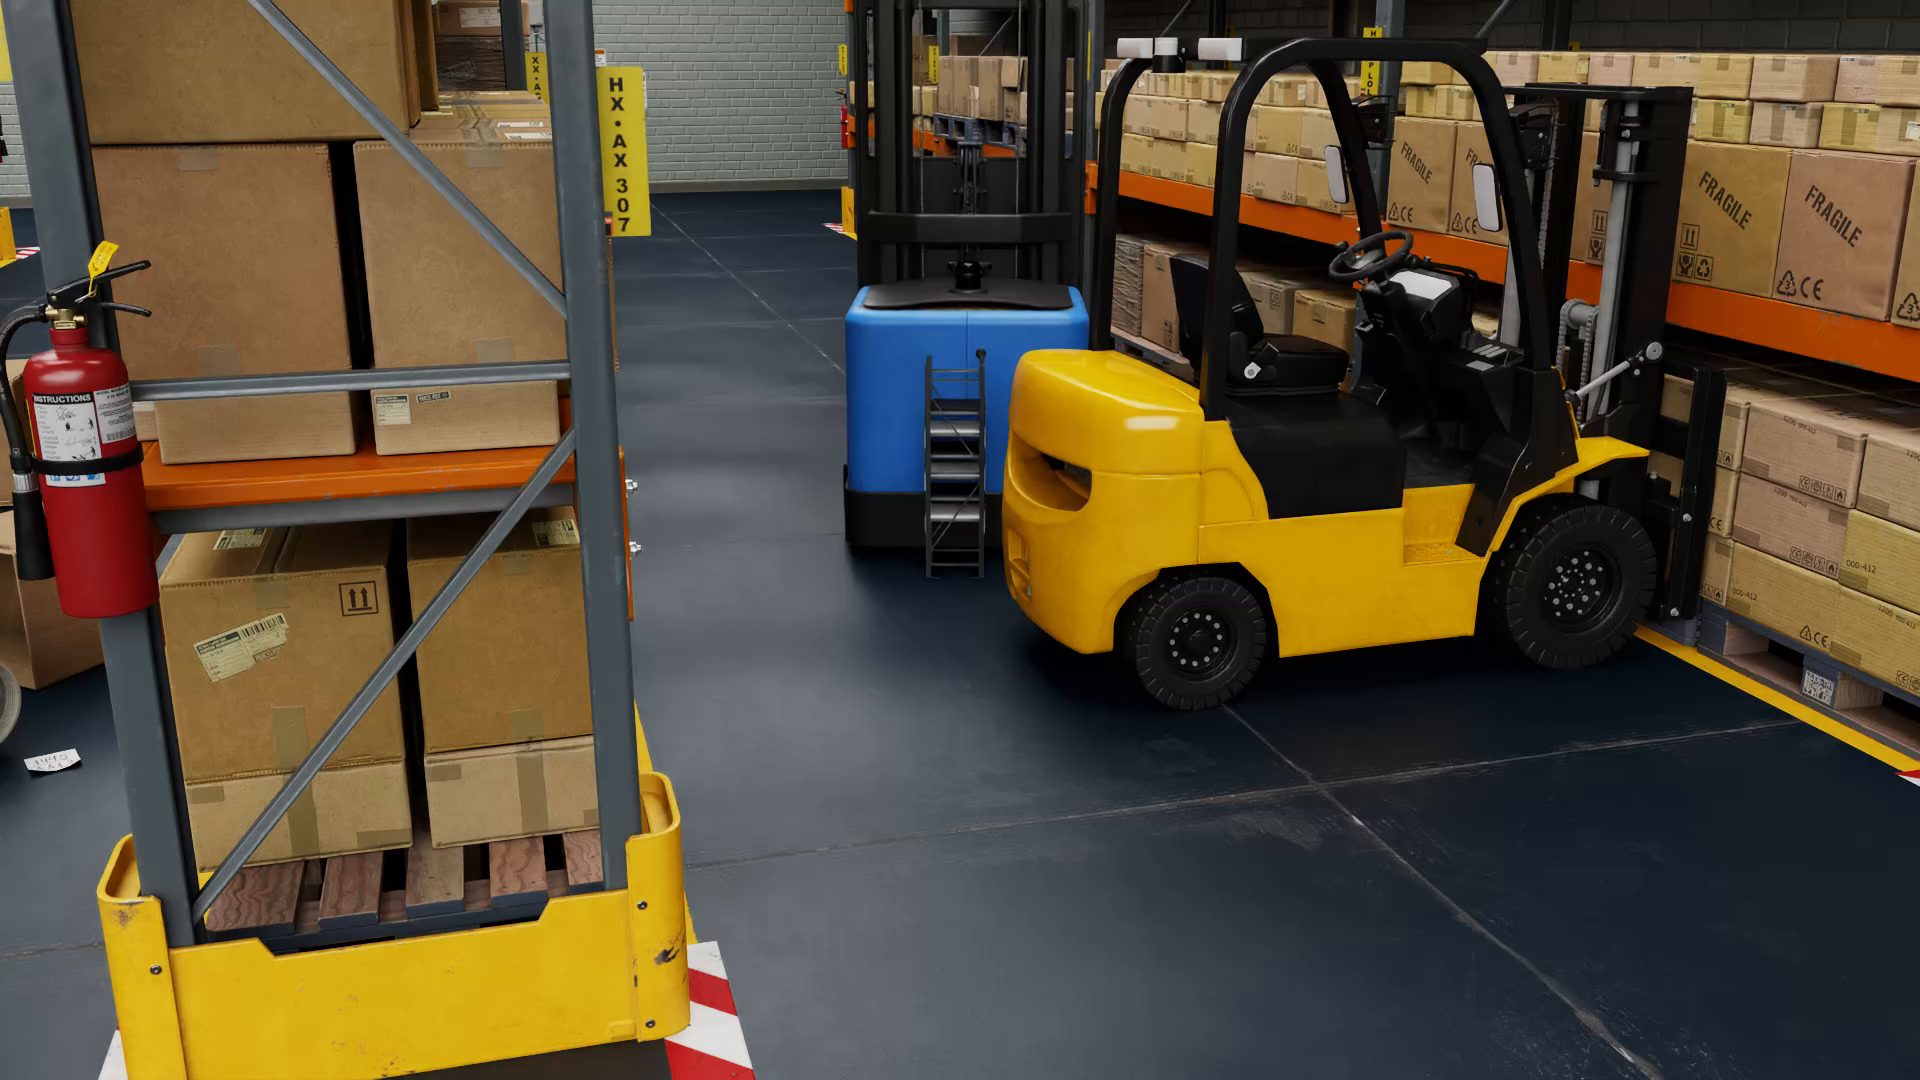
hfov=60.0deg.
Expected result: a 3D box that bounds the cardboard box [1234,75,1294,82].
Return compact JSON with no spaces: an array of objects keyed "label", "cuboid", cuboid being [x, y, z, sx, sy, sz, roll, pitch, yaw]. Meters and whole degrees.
[{"label":"cardboard box","cuboid":[1.797,-2.592,9.564,0.380,0.149,0.250,-5,17,-15]}]

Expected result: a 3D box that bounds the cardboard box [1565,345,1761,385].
[{"label":"cardboard box","cuboid":[2.730,-0.585,6.496,0.500,0.250,0.500,-5,17,-16]}]

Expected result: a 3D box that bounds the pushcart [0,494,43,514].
[{"label":"pushcart","cuboid":[-4.466,0.039,6.668,1.648,0.377,0.936,-12,20,-34]}]

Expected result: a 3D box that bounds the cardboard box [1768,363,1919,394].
[{"label":"cardboard box","cuboid":[3.365,-0.487,6.169,0.500,0.250,0.500,-5,17,-16]}]

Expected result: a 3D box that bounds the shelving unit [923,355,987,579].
[{"label":"shelving unit","cuboid":[-0.019,-0.299,6.883,0.258,0.900,0.210,0,17,1]}]

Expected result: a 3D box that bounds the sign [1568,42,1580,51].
[{"label":"sign","cuboid":[3.017,-2.302,8.258,0.100,0.325,0.005,-5,17,-15]}]

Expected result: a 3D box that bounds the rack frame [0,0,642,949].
[{"label":"rack frame","cuboid":[-1.189,-0.305,3.253,1.000,3.000,0.127,-5,17,-15]}]

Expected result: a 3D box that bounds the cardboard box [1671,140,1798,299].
[{"label":"cardboard box","cuboid":[2.920,-1.148,5.885,0.500,0.500,0.500,-5,17,-16]}]

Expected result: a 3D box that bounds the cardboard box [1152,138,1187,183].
[{"label":"cardboard box","cuboid":[1.553,-2.416,10.542,0.500,0.250,0.500,-5,18,-17]}]

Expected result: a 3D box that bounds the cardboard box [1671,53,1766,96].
[{"label":"cardboard box","cuboid":[2.855,-1.706,6.098,0.380,0.149,0.250,-4,17,-14]}]

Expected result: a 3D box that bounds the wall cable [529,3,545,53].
[{"label":"wall cable","cuboid":[-5.797,-6.891,23.411,0.588,1.984,0.122,-5,17,-15]}]

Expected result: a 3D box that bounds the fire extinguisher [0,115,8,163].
[{"label":"fire extinguisher","cuboid":[-9.943,-4.202,17.009,0.296,0.674,0.183,-5,17,-15]}]

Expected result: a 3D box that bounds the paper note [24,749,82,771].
[{"label":"paper note","cuboid":[-2.805,0.678,5.141,0.142,0.019,0.148,-12,20,-34]}]

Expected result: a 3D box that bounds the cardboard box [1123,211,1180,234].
[{"label":"cardboard box","cuboid":[1.494,-2.470,12.950,0.380,0.149,0.250,-4,17,-14]}]

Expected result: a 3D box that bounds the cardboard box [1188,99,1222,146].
[{"label":"cardboard box","cuboid":[1.699,-2.513,9.995,0.500,0.250,0.500,-4,17,-14]}]

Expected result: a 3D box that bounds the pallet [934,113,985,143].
[{"label":"pallet","cuboid":[0.400,-3.696,14.877,1.003,0.211,1.213,-5,17,-15]}]

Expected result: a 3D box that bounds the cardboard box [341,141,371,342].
[{"label":"cardboard box","cuboid":[-1.736,-0.763,4.086,0.500,0.500,0.500,-5,17,-15]}]

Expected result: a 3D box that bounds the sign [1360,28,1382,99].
[{"label":"sign","cuboid":[1.965,-2.276,7.940,0.100,0.325,0.005,-5,17,-15]}]

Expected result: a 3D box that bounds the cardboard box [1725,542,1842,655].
[{"label":"cardboard box","cuboid":[3.023,0.174,5.708,0.500,0.250,0.500,-5,17,-15]}]

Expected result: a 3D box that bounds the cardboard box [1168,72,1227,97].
[{"label":"cardboard box","cuboid":[1.540,-2.877,10.515,0.380,0.149,0.250,-5,17,-15]}]

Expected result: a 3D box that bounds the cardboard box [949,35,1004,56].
[{"label":"cardboard box","cuboid":[0.132,-4.880,16.926,0.500,0.500,0.500,-5,17,-17]}]

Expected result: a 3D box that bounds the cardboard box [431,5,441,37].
[{"label":"cardboard box","cuboid":[-2.475,-2.564,8.225,0.380,0.149,0.250,-4,17,-12]}]

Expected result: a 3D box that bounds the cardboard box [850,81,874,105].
[{"label":"cardboard box","cuboid":[-0.948,-5.048,18.787,0.500,0.250,0.500,-5,17,-15]}]

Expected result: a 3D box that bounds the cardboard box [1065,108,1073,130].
[{"label":"cardboard box","cuboid":[0.835,-3.144,12.410,0.380,0.149,0.250,-4,17,-14]}]

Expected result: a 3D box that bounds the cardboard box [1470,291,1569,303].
[{"label":"cardboard box","cuboid":[2.805,-1.047,8.036,0.500,0.250,0.500,-4,17,-14]}]

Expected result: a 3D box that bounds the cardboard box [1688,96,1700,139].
[{"label":"cardboard box","cuboid":[2.860,-1.560,6.130,0.380,0.149,0.250,-5,17,-16]}]

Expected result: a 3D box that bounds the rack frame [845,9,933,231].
[{"label":"rack frame","cuboid":[-0.814,-5.124,19.297,1.000,3.000,0.127,-5,17,-15]}]

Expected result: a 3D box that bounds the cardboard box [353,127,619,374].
[{"label":"cardboard box","cuboid":[-1.052,-0.648,3.705,0.500,0.500,0.500,-5,17,-16]}]

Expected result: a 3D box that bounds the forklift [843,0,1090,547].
[{"label":"forklift","cuboid":[0.054,-1.739,8.147,1.130,2.935,3.031,0,17,1]}]

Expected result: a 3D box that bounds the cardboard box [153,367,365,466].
[{"label":"cardboard box","cuboid":[-1.497,-0.271,3.578,0.380,0.149,0.250,-4,17,-13]}]

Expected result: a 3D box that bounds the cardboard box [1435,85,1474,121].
[{"label":"cardboard box","cuboid":[2.391,-1.983,7.538,0.380,0.149,0.250,-4,17,-14]}]

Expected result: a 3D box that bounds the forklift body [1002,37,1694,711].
[{"label":"forklift body","cuboid":[1.308,-0.672,5.951,2.313,2.155,1.214,-5,17,-15]}]

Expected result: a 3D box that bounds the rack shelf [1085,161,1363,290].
[{"label":"rack shelf","cuboid":[1.934,-2.014,10.192,1.077,0.370,4.000,-5,17,-15]}]

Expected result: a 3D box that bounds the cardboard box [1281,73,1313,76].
[{"label":"cardboard box","cuboid":[2.109,-2.773,10.167,0.380,0.149,0.250,-4,17,-14]}]

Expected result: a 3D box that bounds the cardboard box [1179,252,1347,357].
[{"label":"cardboard box","cuboid":[1.915,-1.435,10.414,0.875,0.625,0.625,-5,18,-18]}]

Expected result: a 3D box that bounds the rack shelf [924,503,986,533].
[{"label":"rack shelf","cuboid":[-0.019,-0.095,6.945,0.258,0.077,0.200,0,17,1]}]

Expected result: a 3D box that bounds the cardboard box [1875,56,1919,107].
[{"label":"cardboard box","cuboid":[3.086,-1.418,5.140,0.380,0.149,0.250,-4,17,-14]}]

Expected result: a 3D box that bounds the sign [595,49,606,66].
[{"label":"sign","cuboid":[-5.208,-6.863,23.649,0.339,0.242,0.001,-5,17,-15]}]

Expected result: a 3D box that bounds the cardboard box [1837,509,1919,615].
[{"label":"cardboard box","cuboid":[3.149,0.068,5.192,0.500,0.250,0.500,-5,17,-16]}]

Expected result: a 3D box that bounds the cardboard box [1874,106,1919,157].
[{"label":"cardboard box","cuboid":[3.107,-1.276,5.184,0.380,0.149,0.250,-4,17,-14]}]

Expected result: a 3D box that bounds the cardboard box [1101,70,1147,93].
[{"label":"cardboard box","cuboid":[1.189,-3.158,11.451,0.380,0.149,0.250,-4,17,-14]}]

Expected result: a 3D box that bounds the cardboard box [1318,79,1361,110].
[{"label":"cardboard box","cuboid":[2.088,-2.310,8.628,0.380,0.149,0.250,-5,17,-16]}]

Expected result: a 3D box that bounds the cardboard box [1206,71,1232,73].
[{"label":"cardboard box","cuboid":[1.860,-3.056,11.110,0.380,0.149,0.250,-5,17,-15]}]

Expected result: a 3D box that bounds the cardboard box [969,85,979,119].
[{"label":"cardboard box","cuboid":[0.298,-3.740,14.192,0.396,0.266,0.258,-4,17,-13]}]

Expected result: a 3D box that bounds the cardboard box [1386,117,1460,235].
[{"label":"cardboard box","cuboid":[2.355,-1.709,7.755,0.500,0.500,0.500,-5,17,-17]}]

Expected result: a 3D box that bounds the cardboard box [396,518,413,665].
[{"label":"cardboard box","cuboid":[-1.806,0.107,4.629,0.500,0.500,0.500,-4,17,-13]}]

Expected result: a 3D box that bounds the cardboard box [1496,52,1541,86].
[{"label":"cardboard box","cuboid":[2.495,-1.980,7.011,0.380,0.149,0.250,-4,17,-14]}]

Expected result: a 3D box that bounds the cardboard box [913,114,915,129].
[{"label":"cardboard box","cuboid":[-0.278,-4.181,16.592,0.380,0.149,0.250,-4,17,-14]}]

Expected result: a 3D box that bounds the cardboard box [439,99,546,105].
[{"label":"cardboard box","cuboid":[-1.632,-1.214,5.587,0.500,0.500,0.500,-4,17,-14]}]

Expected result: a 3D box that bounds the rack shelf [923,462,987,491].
[{"label":"rack shelf","cuboid":[-0.019,-0.267,6.893,0.258,0.077,0.200,0,17,1]}]

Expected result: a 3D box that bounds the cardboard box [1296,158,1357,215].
[{"label":"cardboard box","cuboid":[2.094,-1.852,8.663,0.500,0.250,0.500,-4,17,-14]}]

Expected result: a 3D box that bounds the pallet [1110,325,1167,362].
[{"label":"pallet","cuboid":[1.573,-1.345,11.563,1.003,0.211,1.213,-5,17,-15]}]
